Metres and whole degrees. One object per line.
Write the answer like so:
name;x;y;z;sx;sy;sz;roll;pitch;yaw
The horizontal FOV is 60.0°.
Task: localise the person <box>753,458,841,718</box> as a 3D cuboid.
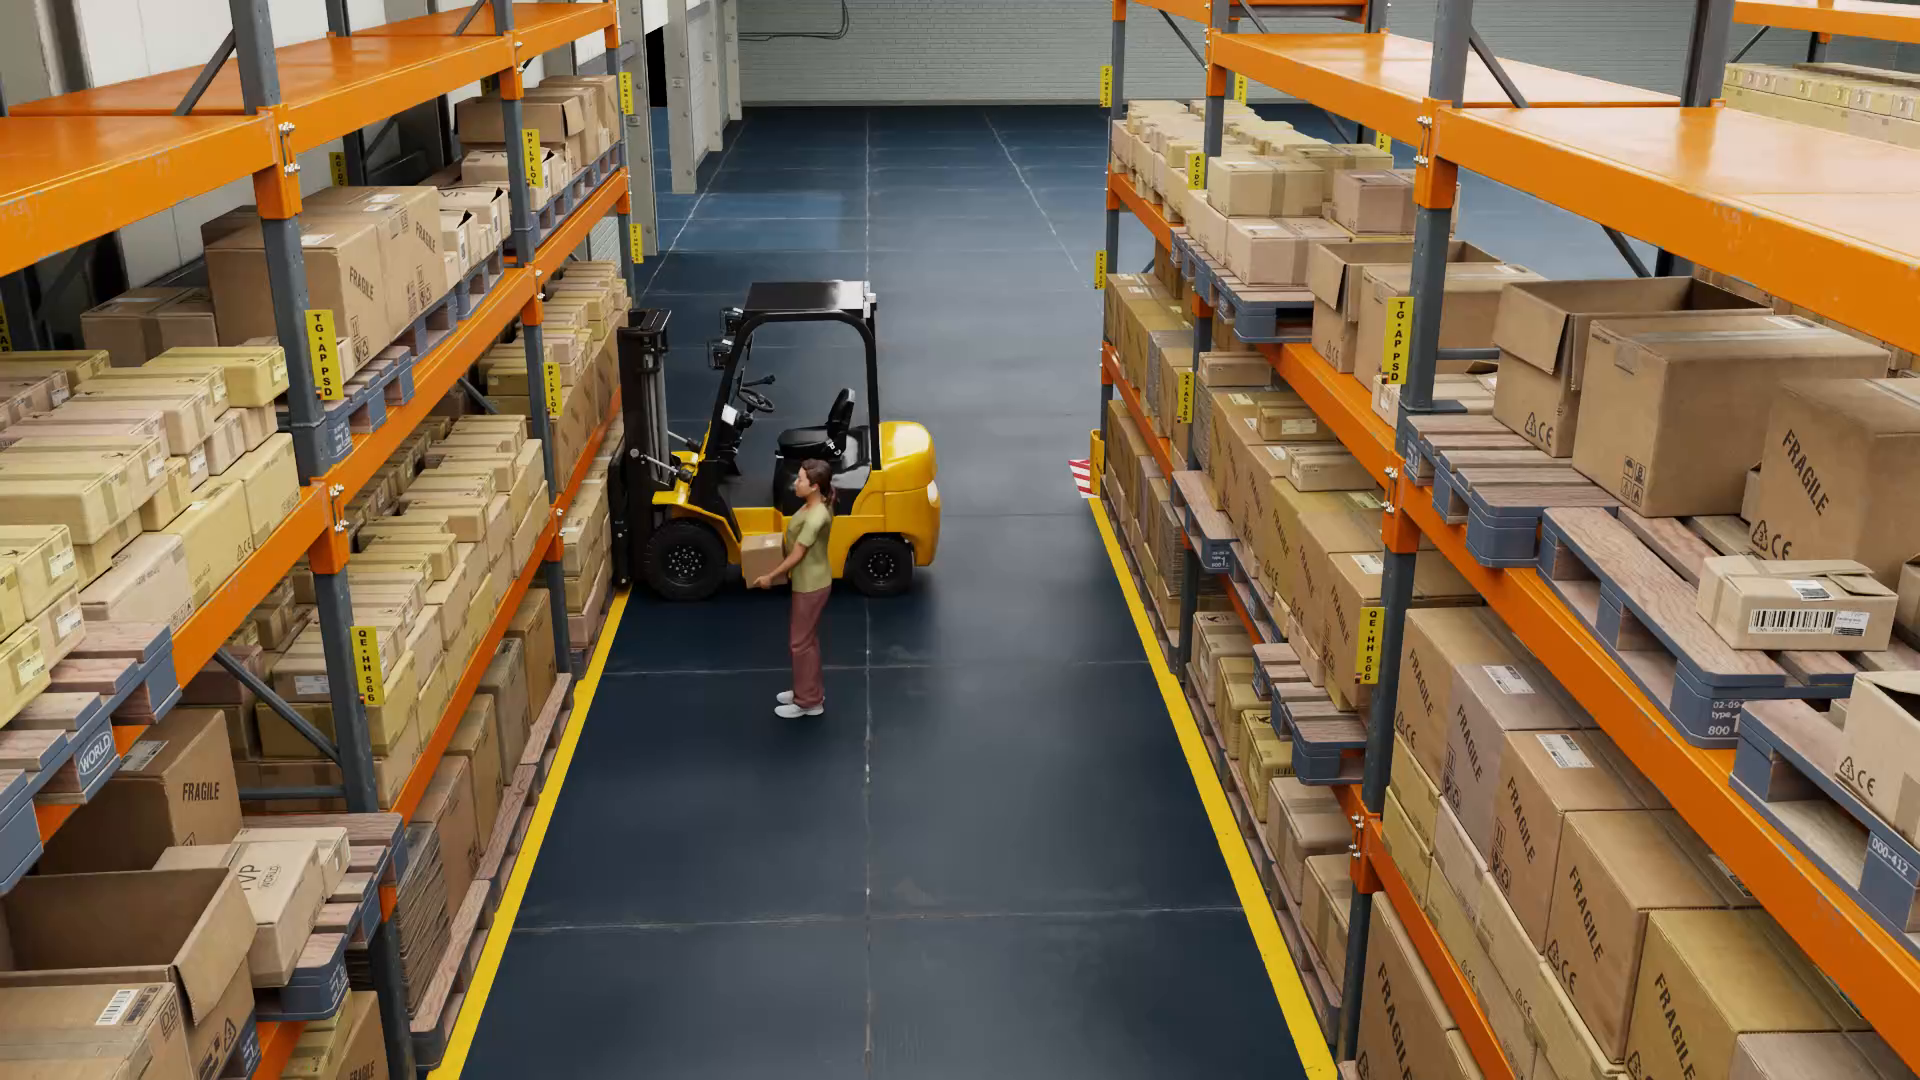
person;-0.997;0.294;10.309;0.547;1.666;0.426;-1;20;-2
